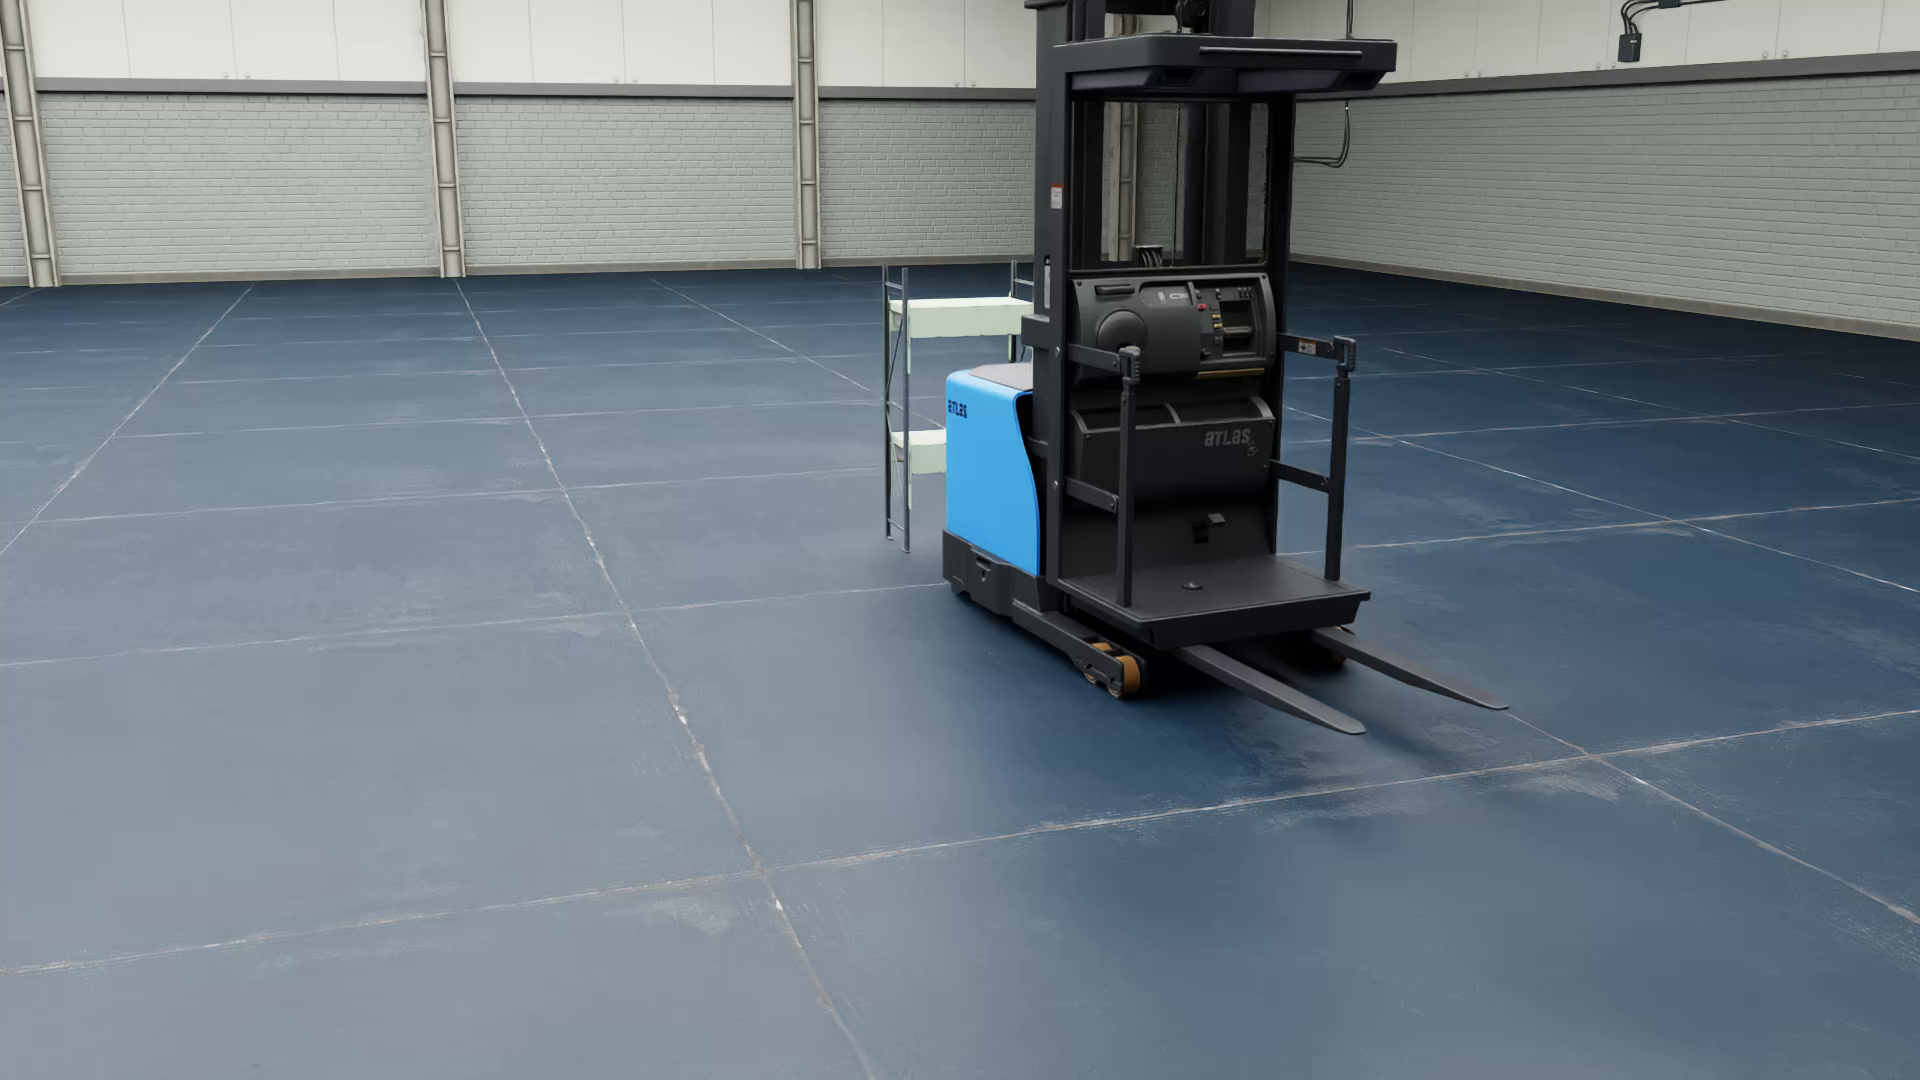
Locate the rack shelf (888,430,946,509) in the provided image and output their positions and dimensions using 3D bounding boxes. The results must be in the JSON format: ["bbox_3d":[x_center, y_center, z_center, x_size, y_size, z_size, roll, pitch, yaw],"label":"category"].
[{"bbox_3d":[0.006,-0.413,9.047,0.720,0.370,0.431,-4,14,-18],"label":"rack shelf"}]

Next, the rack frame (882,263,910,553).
[{"bbox_3d":[-0.341,-0.703,8.858,0.023,1.500,0.400,-4,14,-18],"label":"rack frame"}]

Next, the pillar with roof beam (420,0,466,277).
[{"bbox_3d":[-6.981,-7.777,22.393,0.400,9.000,9.100,-4,14,-18],"label":"pillar with roof beam"}]

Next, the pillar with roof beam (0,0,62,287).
[{"bbox_3d":[-12.667,-7.335,20.532,0.400,9.000,9.100,-4,14,-18],"label":"pillar with roof beam"}]

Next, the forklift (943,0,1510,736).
[{"bbox_3d":[0.981,-0.920,6.676,1.130,2.935,3.031,-6,15,-23],"label":"forklift"}]

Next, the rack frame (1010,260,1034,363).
[{"bbox_3d":[0.353,-0.757,9.085,0.023,1.500,0.400,-4,14,-18],"label":"rack frame"}]

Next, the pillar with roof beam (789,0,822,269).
[{"bbox_3d":[-1.294,-8.220,24.255,0.400,9.000,9.100,-4,14,-18],"label":"pillar with roof beam"}]

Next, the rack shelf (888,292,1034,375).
[{"bbox_3d":[0.006,-1.110,8.881,0.720,0.370,0.431,-4,14,-18],"label":"rack shelf"}]

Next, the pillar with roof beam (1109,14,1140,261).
[{"bbox_3d":[4.393,-8.663,26.117,0.400,9.000,9.100,-4,14,-18],"label":"pillar with roof beam"}]

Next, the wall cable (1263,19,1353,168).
[{"bbox_3d":[6.233,-8.024,30.140,0.112,2.526,3.097,-4,14,-18],"label":"wall cable"}]

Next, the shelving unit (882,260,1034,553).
[{"bbox_3d":[0.006,-0.730,8.971,0.755,1.500,0.431,-4,14,-18],"label":"shelving unit"}]

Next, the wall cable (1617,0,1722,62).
[{"bbox_3d":[9.246,-9.106,20.629,0.169,6.003,2.305,-4,14,-18],"label":"wall cable"}]

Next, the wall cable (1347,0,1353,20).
[{"bbox_3d":[7.096,-9.888,27.061,0.112,2.526,3.097,-4,14,-18],"label":"wall cable"}]
